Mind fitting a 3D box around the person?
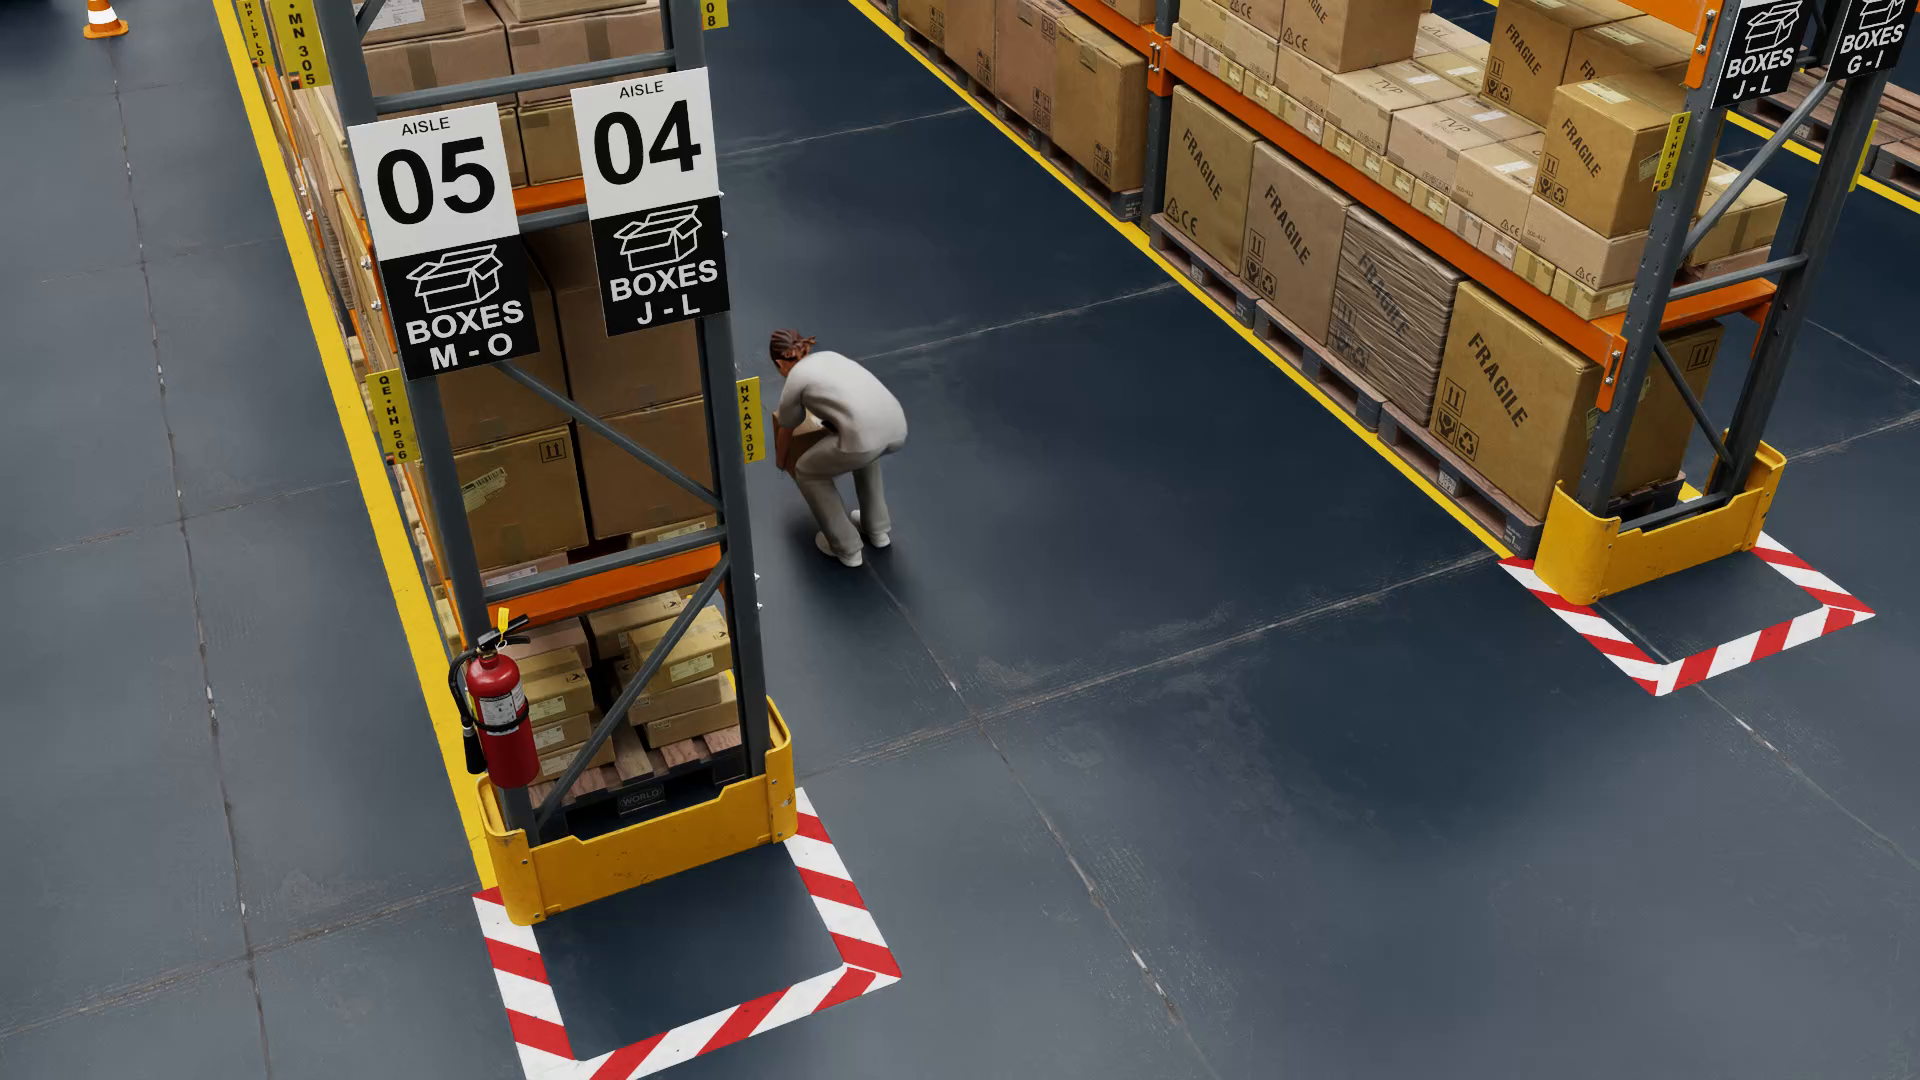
[{"bbox_3d":[-0.608,-0.456,7.987,0.461,1.025,0.865,-27,45,-31],"label":"person"}]
